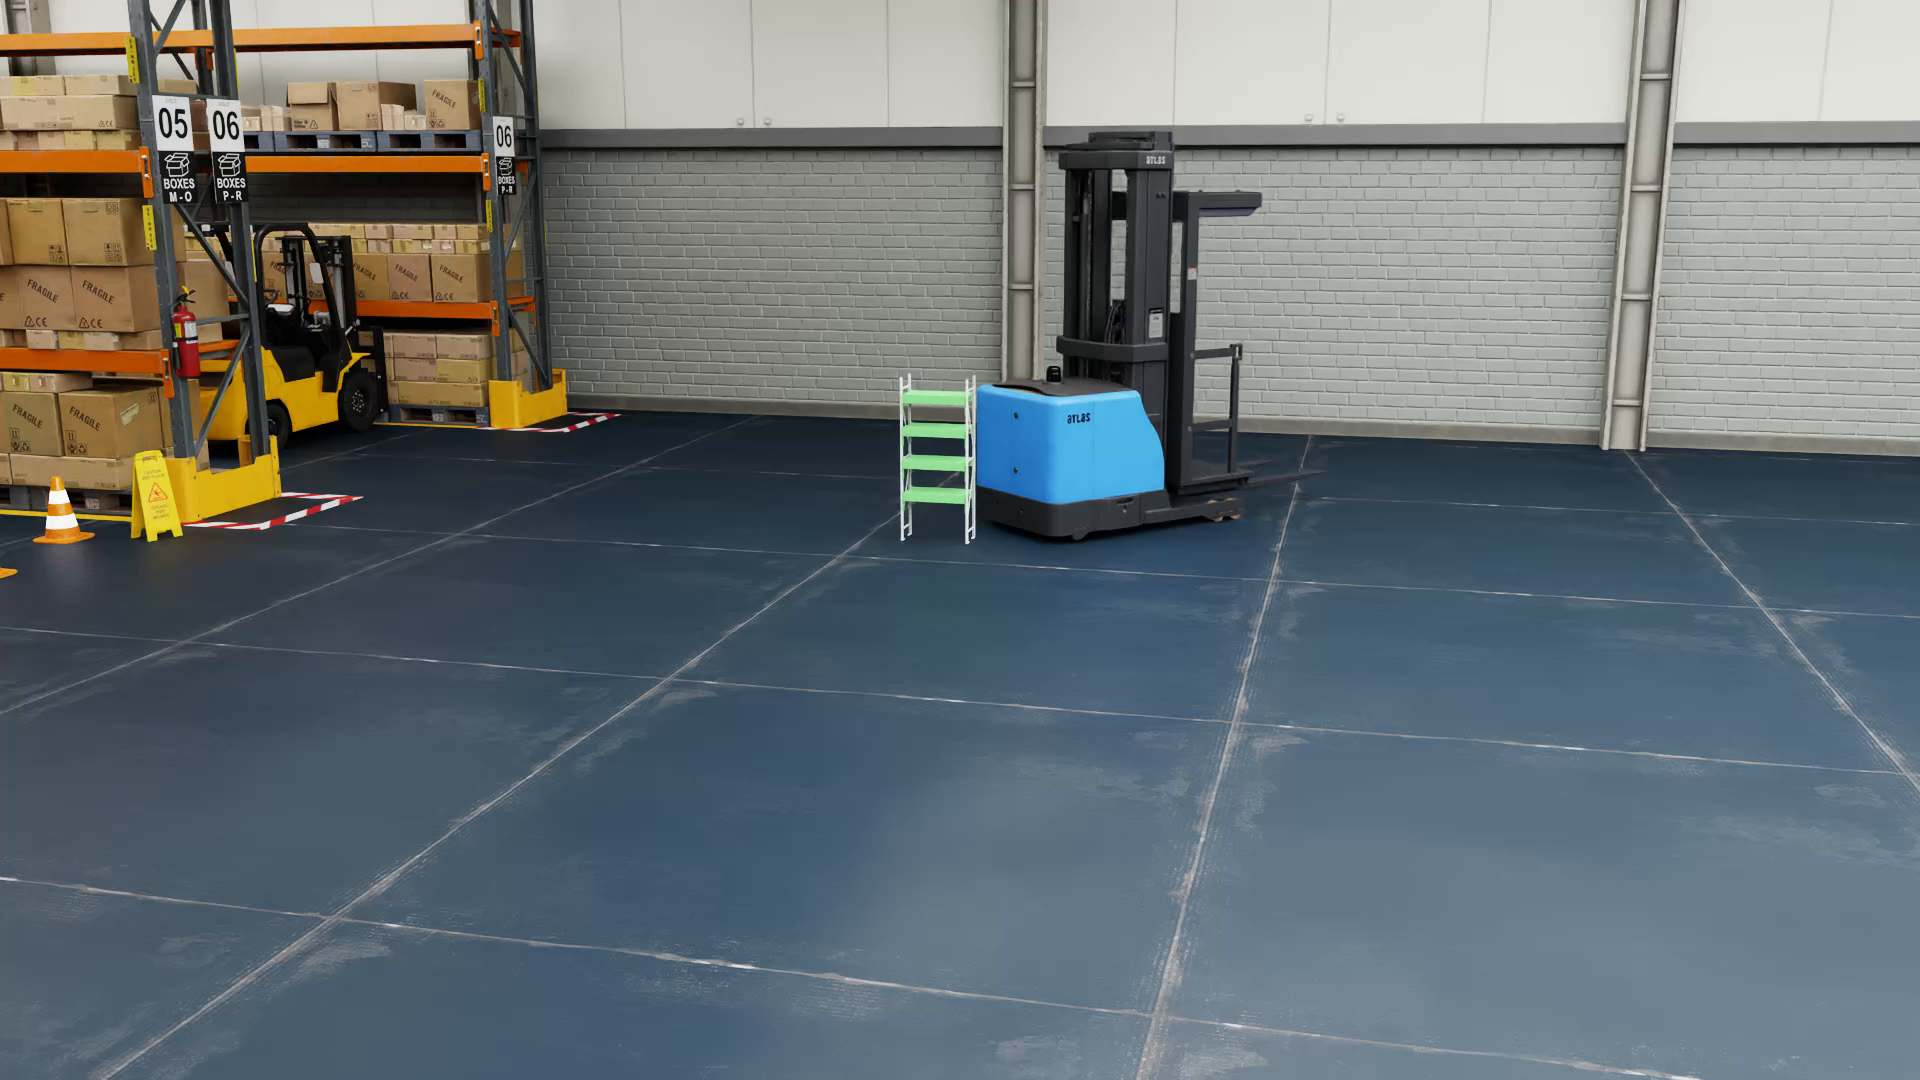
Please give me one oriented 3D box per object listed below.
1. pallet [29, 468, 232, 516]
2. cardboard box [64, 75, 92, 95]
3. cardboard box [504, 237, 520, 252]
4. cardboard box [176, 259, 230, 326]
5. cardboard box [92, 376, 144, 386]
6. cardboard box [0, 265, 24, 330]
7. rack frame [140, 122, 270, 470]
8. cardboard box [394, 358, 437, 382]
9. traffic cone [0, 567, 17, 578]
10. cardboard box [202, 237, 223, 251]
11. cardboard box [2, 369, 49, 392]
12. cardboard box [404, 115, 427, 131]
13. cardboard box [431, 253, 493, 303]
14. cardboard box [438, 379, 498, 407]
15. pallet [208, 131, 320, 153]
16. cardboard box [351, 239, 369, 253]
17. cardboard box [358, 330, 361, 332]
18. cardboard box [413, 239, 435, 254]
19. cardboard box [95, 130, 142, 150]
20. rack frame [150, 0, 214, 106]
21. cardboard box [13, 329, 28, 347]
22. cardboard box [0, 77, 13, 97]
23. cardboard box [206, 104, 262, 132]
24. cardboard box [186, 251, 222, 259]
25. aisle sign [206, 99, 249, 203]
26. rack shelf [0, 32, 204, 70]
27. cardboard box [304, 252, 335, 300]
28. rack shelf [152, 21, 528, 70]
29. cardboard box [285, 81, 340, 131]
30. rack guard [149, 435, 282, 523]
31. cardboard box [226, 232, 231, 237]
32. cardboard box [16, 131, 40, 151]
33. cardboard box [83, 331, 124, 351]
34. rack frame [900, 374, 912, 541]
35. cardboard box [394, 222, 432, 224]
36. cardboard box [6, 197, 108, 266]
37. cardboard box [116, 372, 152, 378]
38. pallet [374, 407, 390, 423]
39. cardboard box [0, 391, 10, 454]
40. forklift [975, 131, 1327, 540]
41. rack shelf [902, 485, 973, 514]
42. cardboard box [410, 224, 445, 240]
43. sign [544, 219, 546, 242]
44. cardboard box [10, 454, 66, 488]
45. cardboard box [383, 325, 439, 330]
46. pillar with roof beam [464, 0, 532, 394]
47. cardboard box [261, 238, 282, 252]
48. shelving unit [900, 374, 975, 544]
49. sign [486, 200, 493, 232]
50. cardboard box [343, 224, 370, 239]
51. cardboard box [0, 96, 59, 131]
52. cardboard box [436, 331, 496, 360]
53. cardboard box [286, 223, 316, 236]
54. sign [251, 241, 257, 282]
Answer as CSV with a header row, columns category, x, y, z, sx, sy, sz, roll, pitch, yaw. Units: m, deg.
category,x,y,z,sx,sy,sz,roll,pitch,yaw
pallet,-6.740,-0.414,13.614,1.213,0.211,1.003,3,13,14
cardboard box,-6.526,-3.430,12.583,0.250,0.149,0.380,3,13,15
cardboard box,-4.967,-3.204,18.021,0.250,0.149,0.380,3,13,12
cardboard box,-6.279,-1.999,13.402,0.500,0.500,0.500,3,13,13
cardboard box,-7.135,-1.078,13.816,0.500,0.500,0.500,3,13,11
cardboard box,-7.449,-1.940,13.136,0.500,0.500,0.500,3,13,13
rack frame,-5.886,-1.722,13.071,0.127,3.000,1.000,3,13,14
cardboard box,-5.732,-1.861,17.920,0.500,0.250,0.500,3,13,13
traffic cone,-6.548,0.016,11.092,0.334,0.463,0.336,3,13,14
cardboard box,-8.085,-3.254,18.248,0.250,0.149,0.380,3,13,15
cardboard box,-7.342,-1.273,13.196,0.250,0.149,0.380,3,13,14
cardboard box,-5.577,-4.341,17.329,0.250,0.149,0.380,3,13,12
cardboard box,-5.241,-2.785,17.632,0.500,0.500,0.500,3,13,12
cardboard box,-5.232,-1.587,17.839,0.500,0.250,0.500,3,13,14
pallet,-7.749,-4.356,18.222,1.213,0.211,1.003,3,13,14
cardboard box,-6.355,-3.152,17.788,0.250,0.149,0.380,3,13,14
cardboard box,-6.702,-2.153,18.081,0.500,0.250,0.500,3,13,12
cardboard box,-5.596,-3.124,17.662,0.250,0.149,0.380,3,13,15
cardboard box,-6.299,-3.024,12.592,0.250,0.149,0.380,3,13,14
rack frame,-8.584,-5.903,18.063,0.127,3.000,1.000,3,13,14
cardboard box,-7.289,-1.632,13.242,0.250,0.149,0.380,3,13,14
cardboard box,-7.248,-3.478,12.798,0.250,0.149,0.380,3,13,14
cardboard box,-7.834,-4.554,17.915,0.500,0.311,0.500,3,13,15
cardboard box,-8.215,-2.945,18.350,0.500,0.500,0.500,3,13,12
aisle sign,-5.751,-3.053,13.069,0.004,0.787,0.394,3,13,14
rack shelf,-10.525,-5.460,18.652,4.000,0.370,1.077,3,13,14
cardboard box,-6.731,-2.865,17.989,0.500,0.500,0.500,3,13,14
rack shelf,-6.642,-5.252,17.716,4.000,0.370,1.077,3,13,14
cardboard box,-6.718,-4.619,17.764,0.637,0.503,0.797,3,13,15
rack guard,-5.960,-0.506,13.360,0.348,0.500,1.175,3,13,14
cardboard box,-7.820,-3.400,18.217,0.250,0.149,0.380,3,13,12
cardboard box,-7.029,-3.078,12.836,0.250,0.149,0.380,3,13,14
cardboard box,-6.573,-1.564,12.937,0.250,0.149,0.380,3,13,13
rack frame,-0.398,-0.607,12.200,0.015,1.200,0.240,3,13,14
cardboard box,-5.979,-3.395,18.196,0.250,0.149,0.380,3,13,15
cardboard box,-6.924,-2.413,12.958,0.500,0.500,0.700,3,13,14
cardboard box,-9.093,-2.044,19.035,0.625,0.625,0.875,4,13,16
pallet,-6.634,-1.500,18.505,1.213,0.211,1.003,3,13,14
cardboard box,-7.722,-0.992,13.426,0.500,0.500,0.500,3,13,12
forklift,1.610,-1.655,12.927,3.031,2.935,1.130,-9,15,-34
rack shelf,-0.161,-0.298,12.208,0.480,0.148,0.258,3,13,14
cardboard box,-5.606,-3.265,17.611,0.250,0.149,0.380,3,13,15
sign,-4.561,-3.344,18.199,0.005,0.325,0.100,3,13,14
cardboard box,-7.236,-0.599,13.386,0.500,0.250,0.500,3,13,14
cardboard box,-6.090,-2.235,18.453,0.500,0.250,0.500,3,13,13
pillar with roof beam,-6.192,-5.015,14.064,0.400,9.000,9.100,3,13,14
cardboard box,-7.350,-3.204,18.023,0.250,0.149,0.380,3,13,13
shelving unit,-0.161,-0.594,12.142,0.503,1.200,0.258,3,13,14
sign,-4.844,-3.334,17.115,0.005,0.325,0.100,3,13,14
cardboard box,-6.362,-3.296,17.751,0.250,0.149,0.380,3,13,15
cardboard box,-6.932,-3.258,12.726,0.500,0.250,0.500,3,13,13
cardboard box,-5.222,-2.075,17.733,0.500,0.250,0.500,4,13,15
cardboard box,-7.076,-3.355,18.017,0.250,0.149,0.380,3,13,13
sign,-5.756,-2.259,13.492,0.005,0.325,0.100,3,13,14
